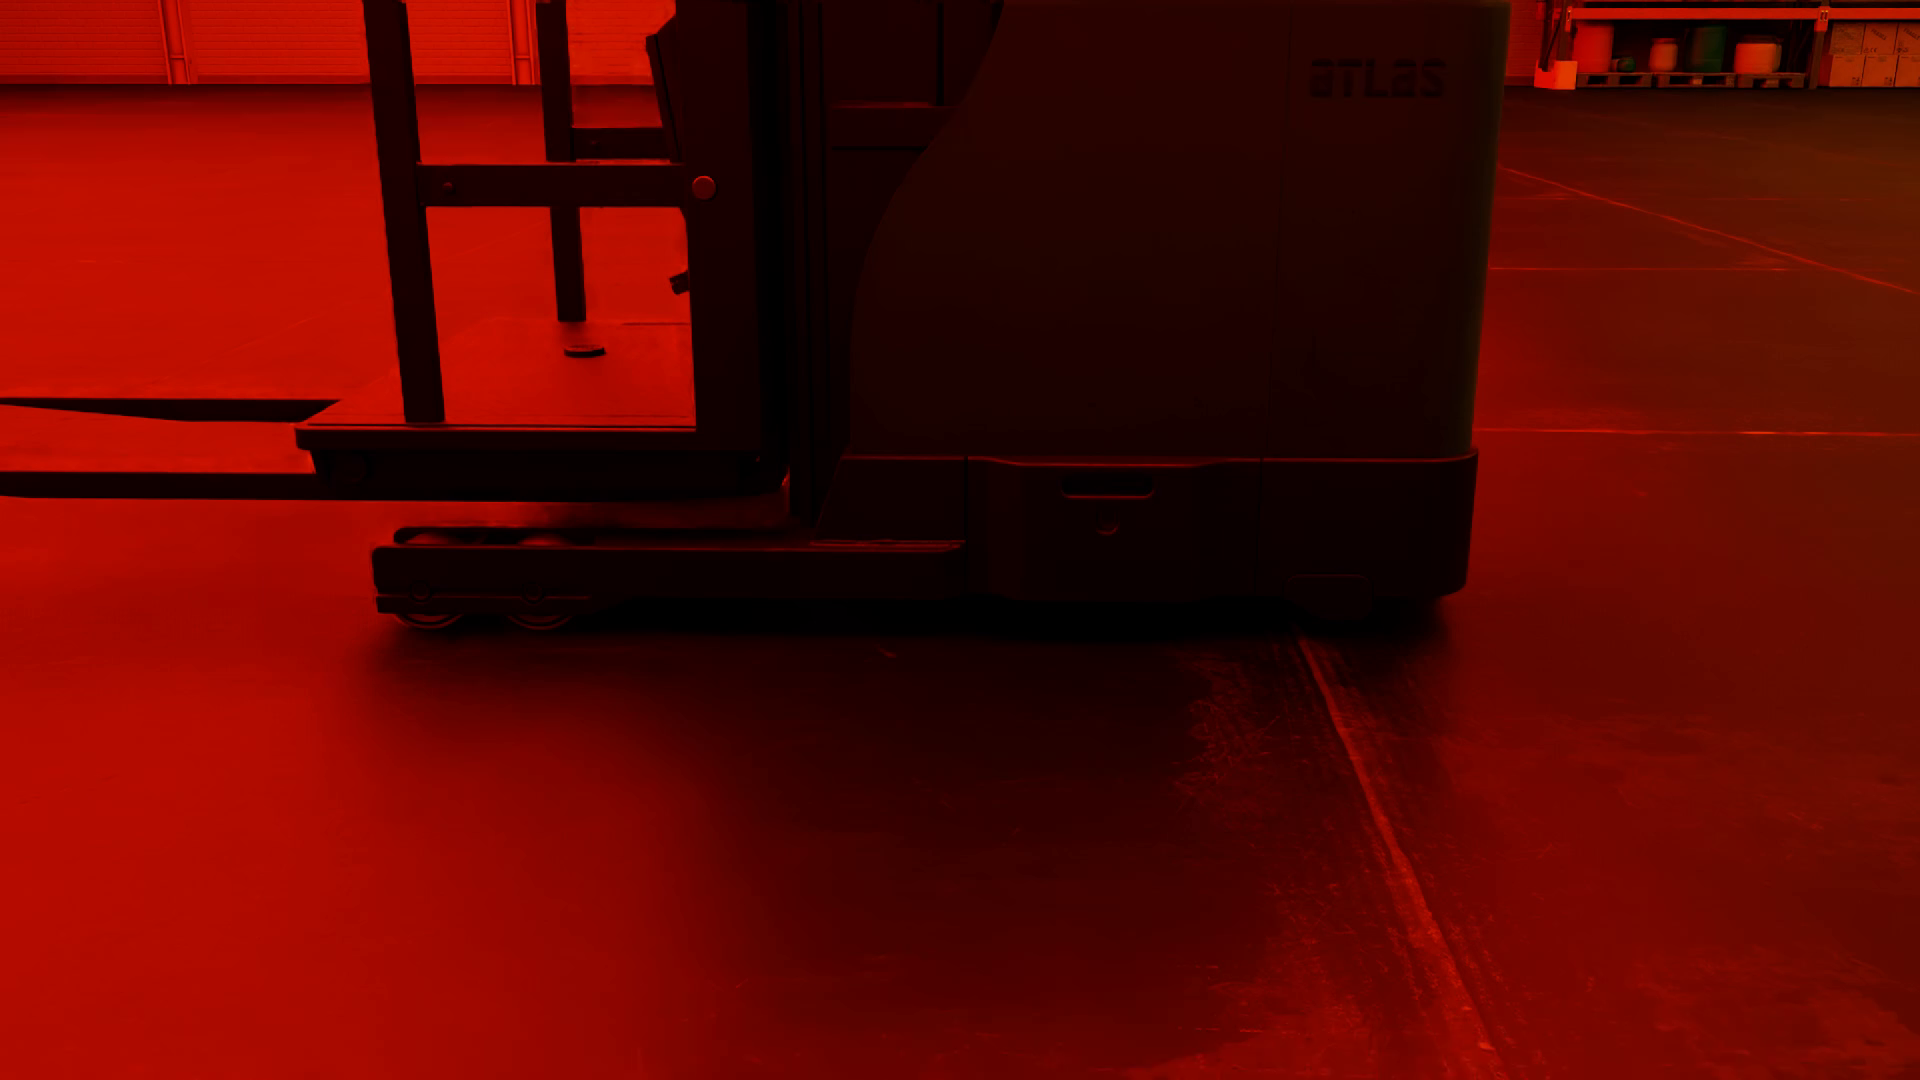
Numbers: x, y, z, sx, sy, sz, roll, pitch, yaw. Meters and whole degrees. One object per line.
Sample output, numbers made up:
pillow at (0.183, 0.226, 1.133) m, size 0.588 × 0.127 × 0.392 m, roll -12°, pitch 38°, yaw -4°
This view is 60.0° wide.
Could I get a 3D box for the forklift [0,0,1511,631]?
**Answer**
forklift at (-0.622, -1.400, 2.936) m, size 3.031 × 2.935 × 1.130 m, roll 0°, pitch 17°, yaw 2°
